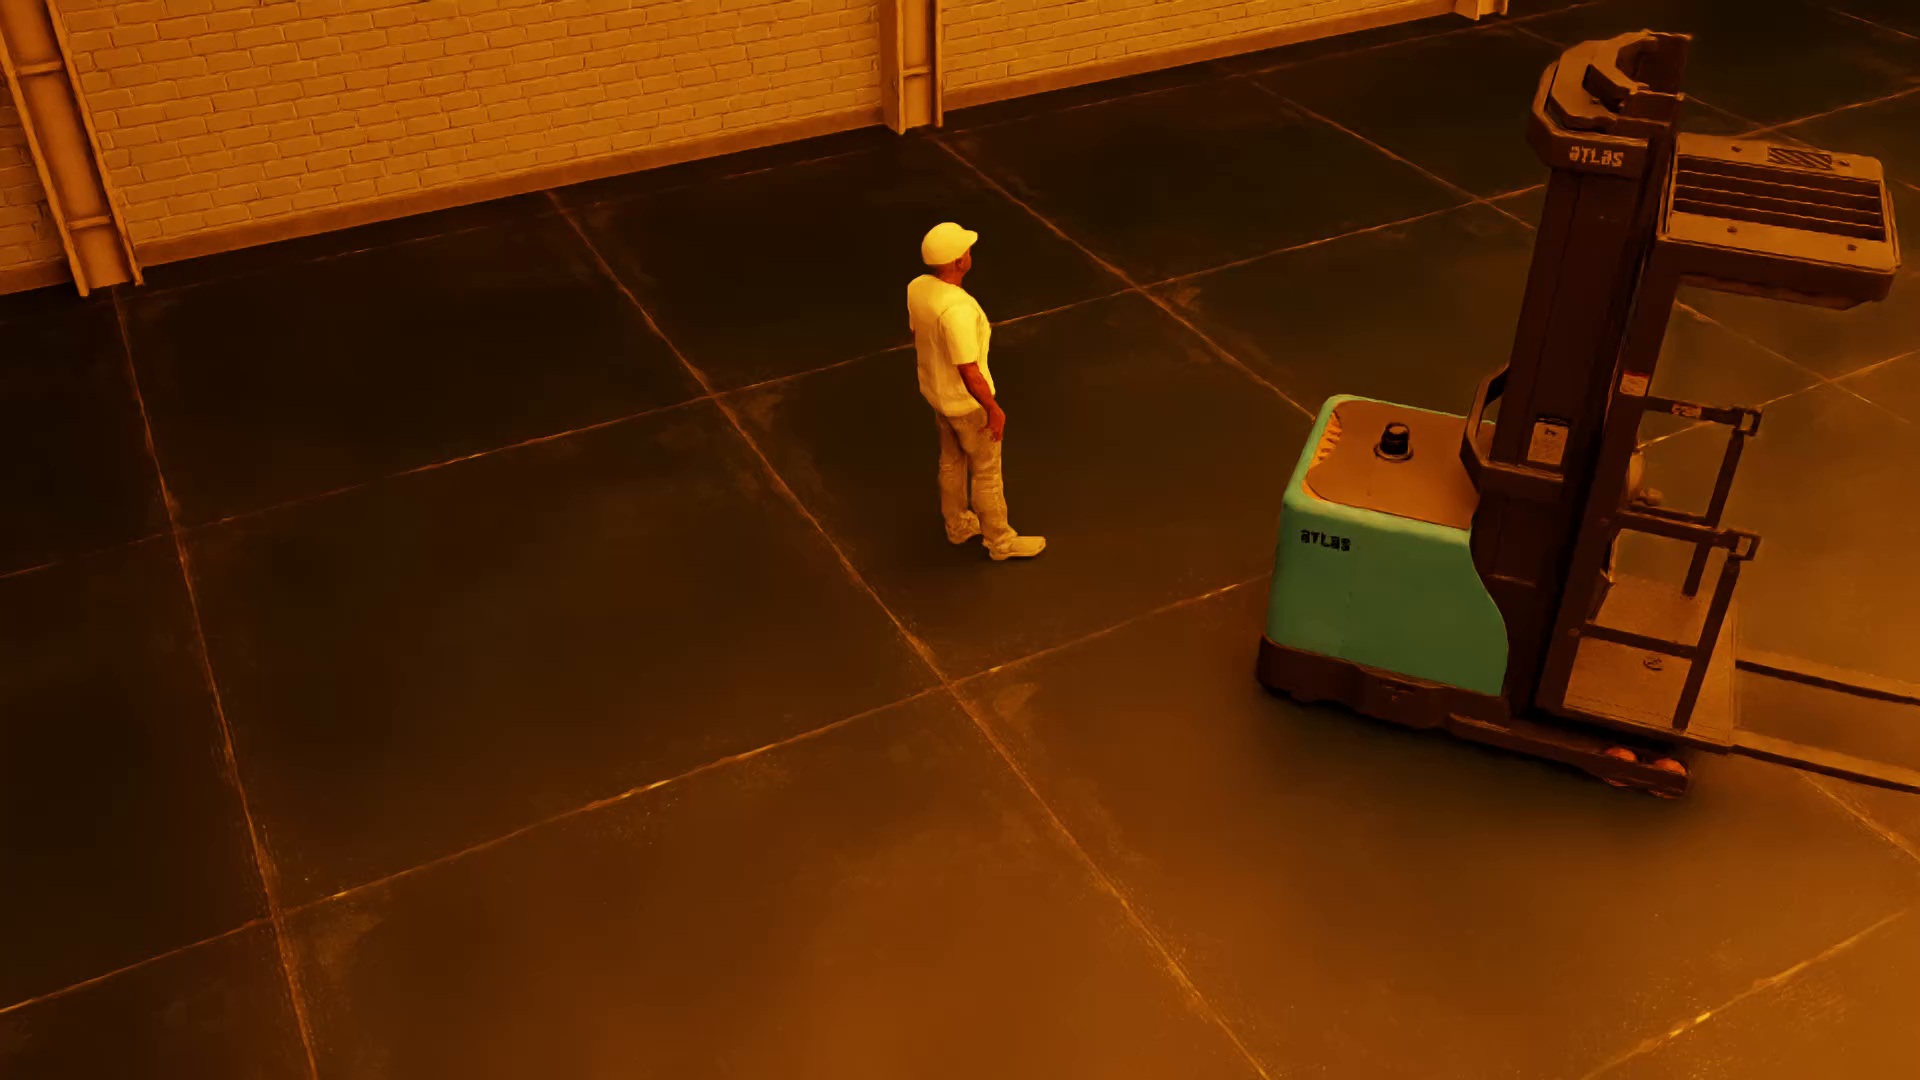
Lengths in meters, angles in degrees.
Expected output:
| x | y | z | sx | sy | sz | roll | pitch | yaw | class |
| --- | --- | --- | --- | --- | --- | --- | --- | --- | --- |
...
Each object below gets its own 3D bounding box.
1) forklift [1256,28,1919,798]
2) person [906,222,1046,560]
| x | y | z | sx | sy | sz | roll | pitch | yaw | class |
| --- | --- | --- | --- | --- | --- | --- | --- | --- | --- |
| 2.937 | -0.446 | 6.753 | 3.031 | 2.935 | 1.130 | 13 | 37 | 18 | forklift |
| 0.064 | -0.743 | 8.171 | 0.576 | 1.766 | 0.665 | -17 | 39 | -23 | person |
